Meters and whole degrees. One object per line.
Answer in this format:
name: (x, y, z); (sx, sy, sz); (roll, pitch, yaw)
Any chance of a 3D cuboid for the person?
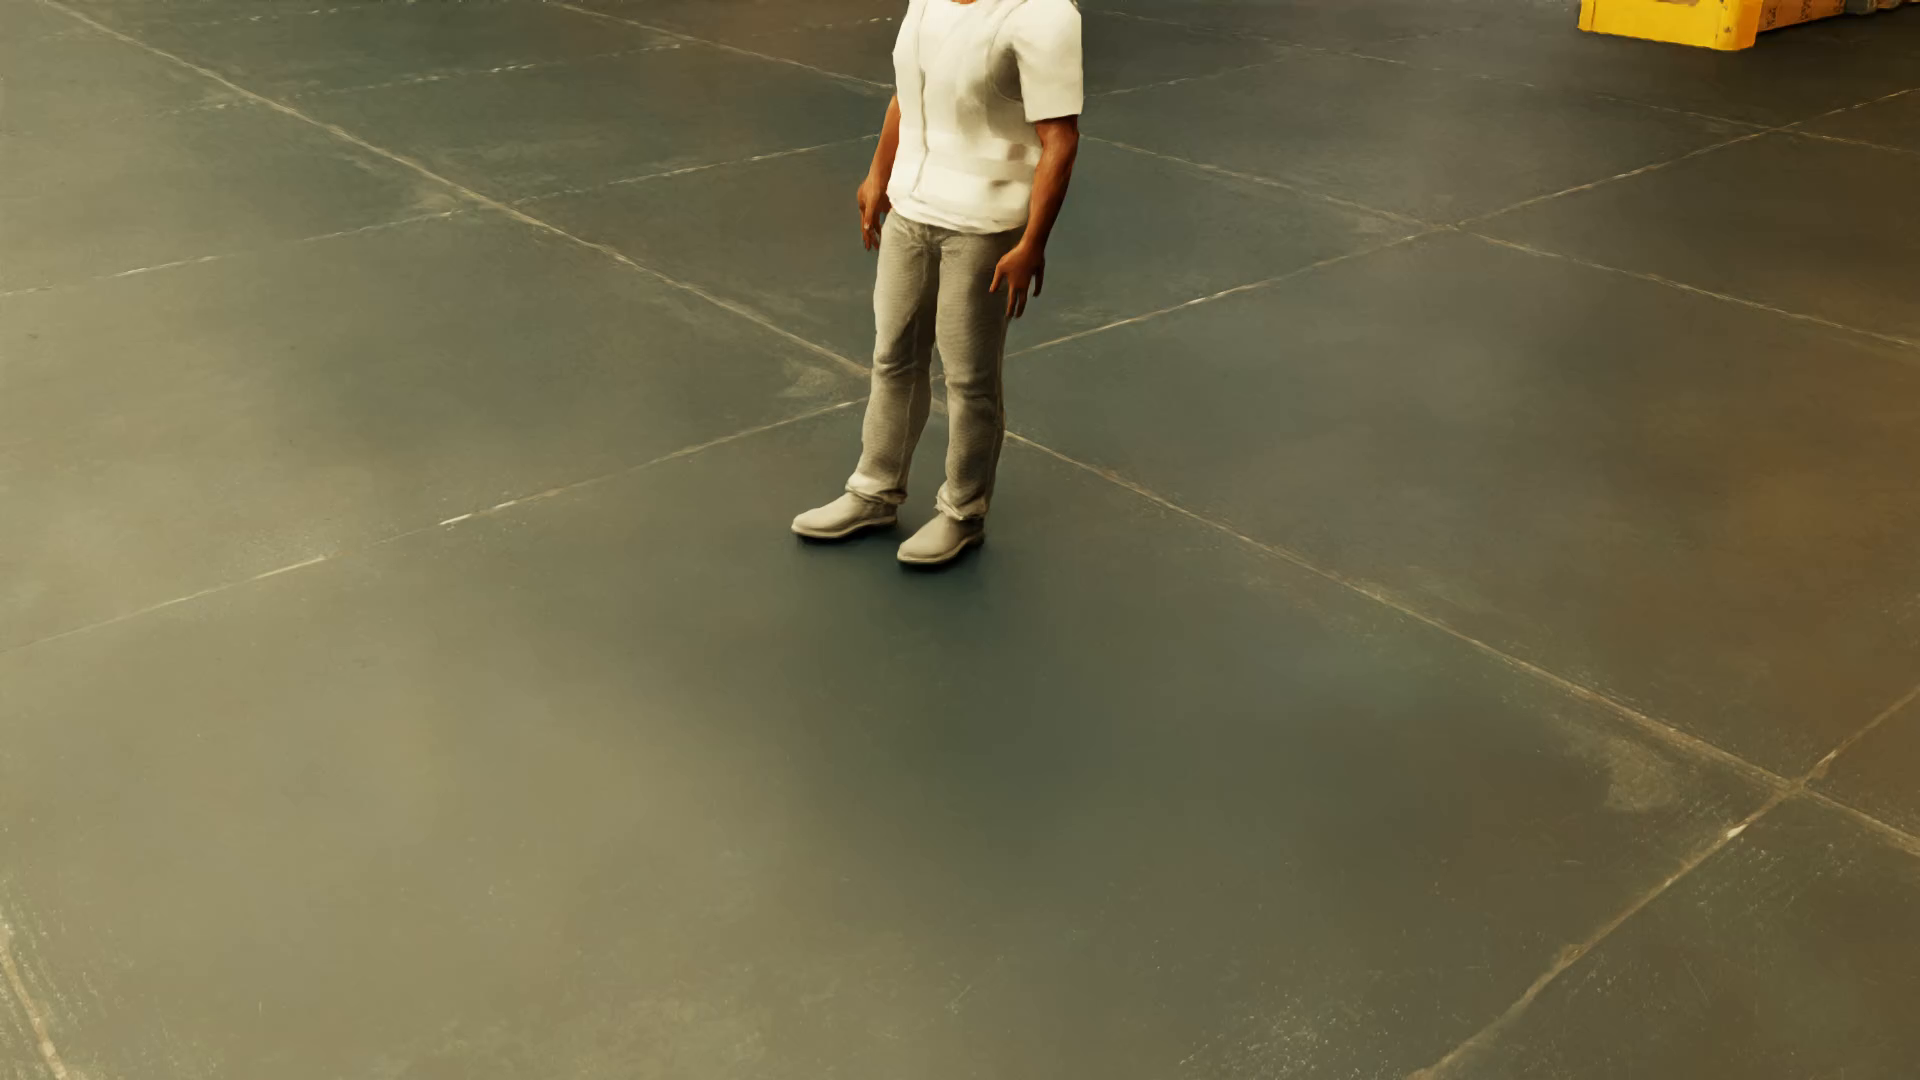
person: (-0.057, -0.777, 4.070); (0.576, 1.760, 0.665); (-20, 33, -35)
